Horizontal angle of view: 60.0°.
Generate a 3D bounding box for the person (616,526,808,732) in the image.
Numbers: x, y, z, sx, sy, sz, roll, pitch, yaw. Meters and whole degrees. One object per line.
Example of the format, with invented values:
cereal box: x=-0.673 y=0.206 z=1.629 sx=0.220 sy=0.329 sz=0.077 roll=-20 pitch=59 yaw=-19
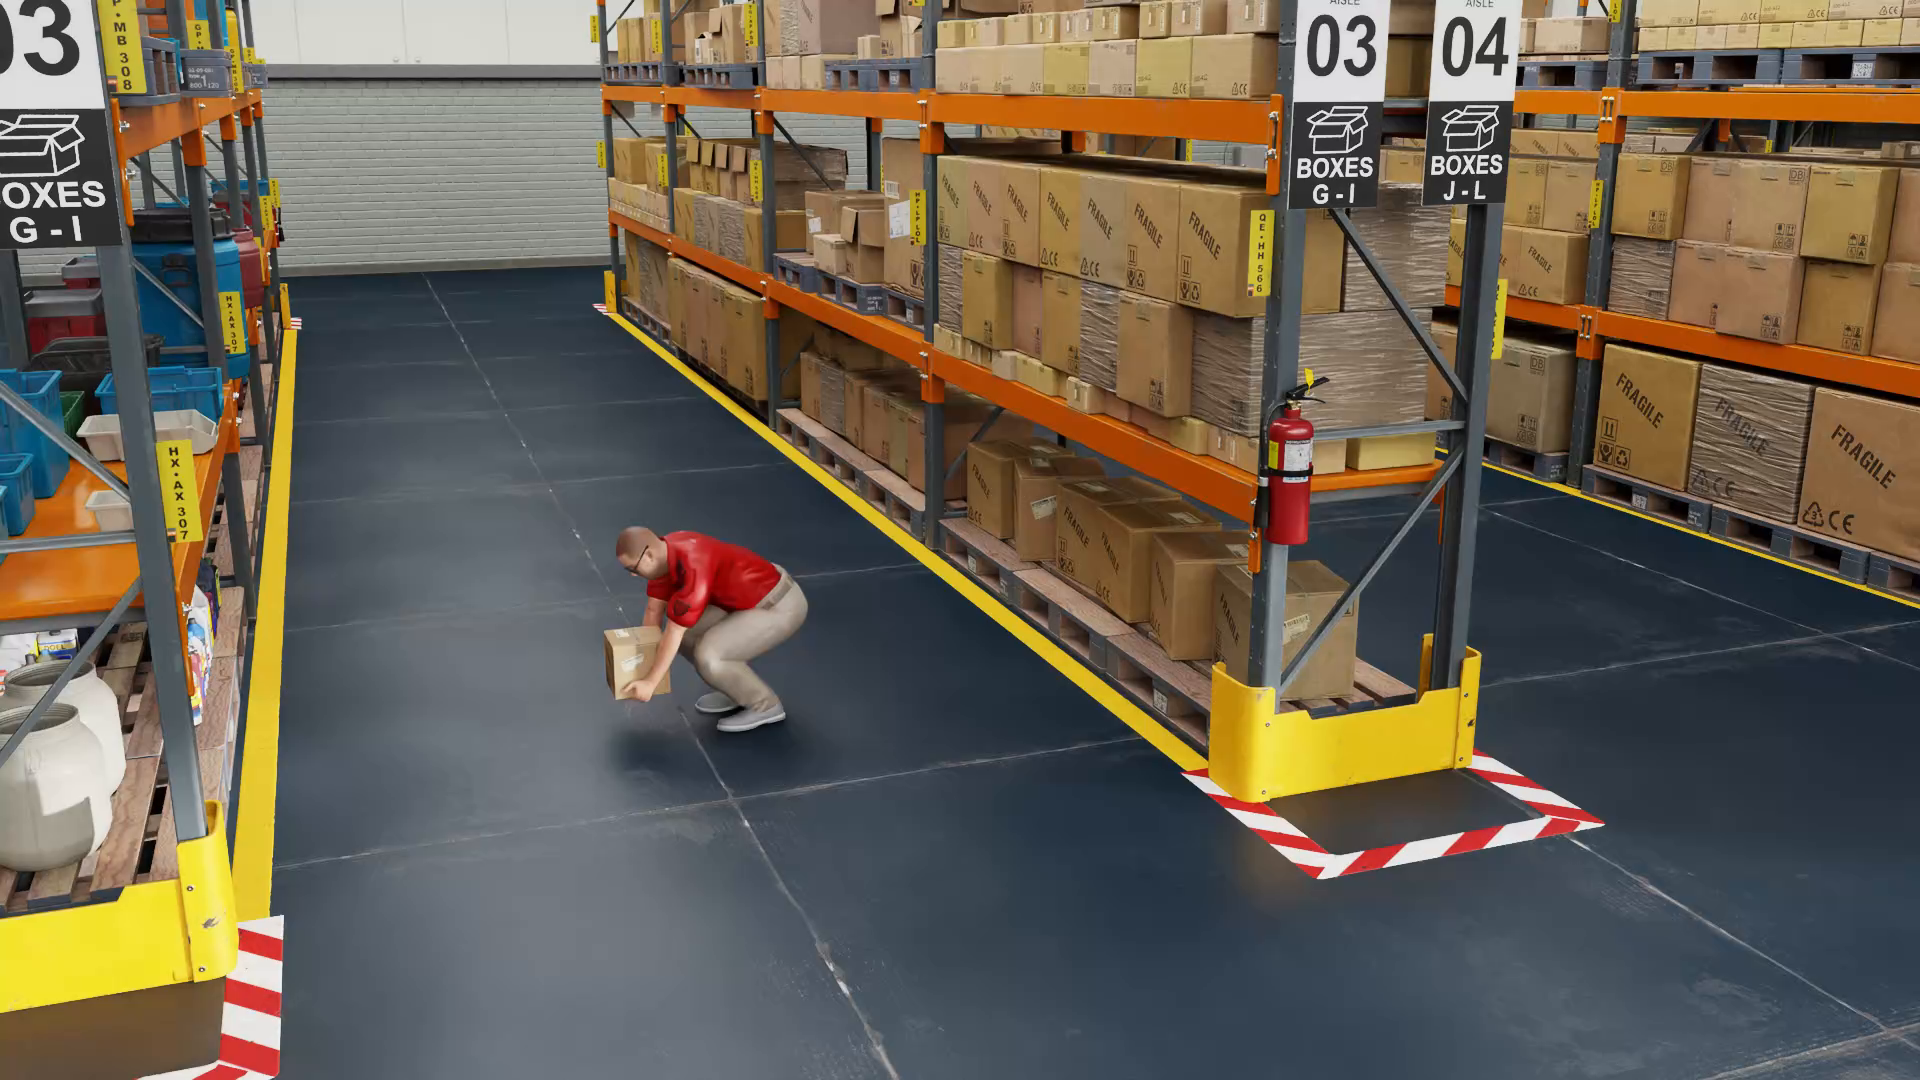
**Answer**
person: x=-1.144 y=0.371 z=7.634 sx=0.894 sy=0.984 sz=0.522 roll=-6 pitch=17 yaw=-22
